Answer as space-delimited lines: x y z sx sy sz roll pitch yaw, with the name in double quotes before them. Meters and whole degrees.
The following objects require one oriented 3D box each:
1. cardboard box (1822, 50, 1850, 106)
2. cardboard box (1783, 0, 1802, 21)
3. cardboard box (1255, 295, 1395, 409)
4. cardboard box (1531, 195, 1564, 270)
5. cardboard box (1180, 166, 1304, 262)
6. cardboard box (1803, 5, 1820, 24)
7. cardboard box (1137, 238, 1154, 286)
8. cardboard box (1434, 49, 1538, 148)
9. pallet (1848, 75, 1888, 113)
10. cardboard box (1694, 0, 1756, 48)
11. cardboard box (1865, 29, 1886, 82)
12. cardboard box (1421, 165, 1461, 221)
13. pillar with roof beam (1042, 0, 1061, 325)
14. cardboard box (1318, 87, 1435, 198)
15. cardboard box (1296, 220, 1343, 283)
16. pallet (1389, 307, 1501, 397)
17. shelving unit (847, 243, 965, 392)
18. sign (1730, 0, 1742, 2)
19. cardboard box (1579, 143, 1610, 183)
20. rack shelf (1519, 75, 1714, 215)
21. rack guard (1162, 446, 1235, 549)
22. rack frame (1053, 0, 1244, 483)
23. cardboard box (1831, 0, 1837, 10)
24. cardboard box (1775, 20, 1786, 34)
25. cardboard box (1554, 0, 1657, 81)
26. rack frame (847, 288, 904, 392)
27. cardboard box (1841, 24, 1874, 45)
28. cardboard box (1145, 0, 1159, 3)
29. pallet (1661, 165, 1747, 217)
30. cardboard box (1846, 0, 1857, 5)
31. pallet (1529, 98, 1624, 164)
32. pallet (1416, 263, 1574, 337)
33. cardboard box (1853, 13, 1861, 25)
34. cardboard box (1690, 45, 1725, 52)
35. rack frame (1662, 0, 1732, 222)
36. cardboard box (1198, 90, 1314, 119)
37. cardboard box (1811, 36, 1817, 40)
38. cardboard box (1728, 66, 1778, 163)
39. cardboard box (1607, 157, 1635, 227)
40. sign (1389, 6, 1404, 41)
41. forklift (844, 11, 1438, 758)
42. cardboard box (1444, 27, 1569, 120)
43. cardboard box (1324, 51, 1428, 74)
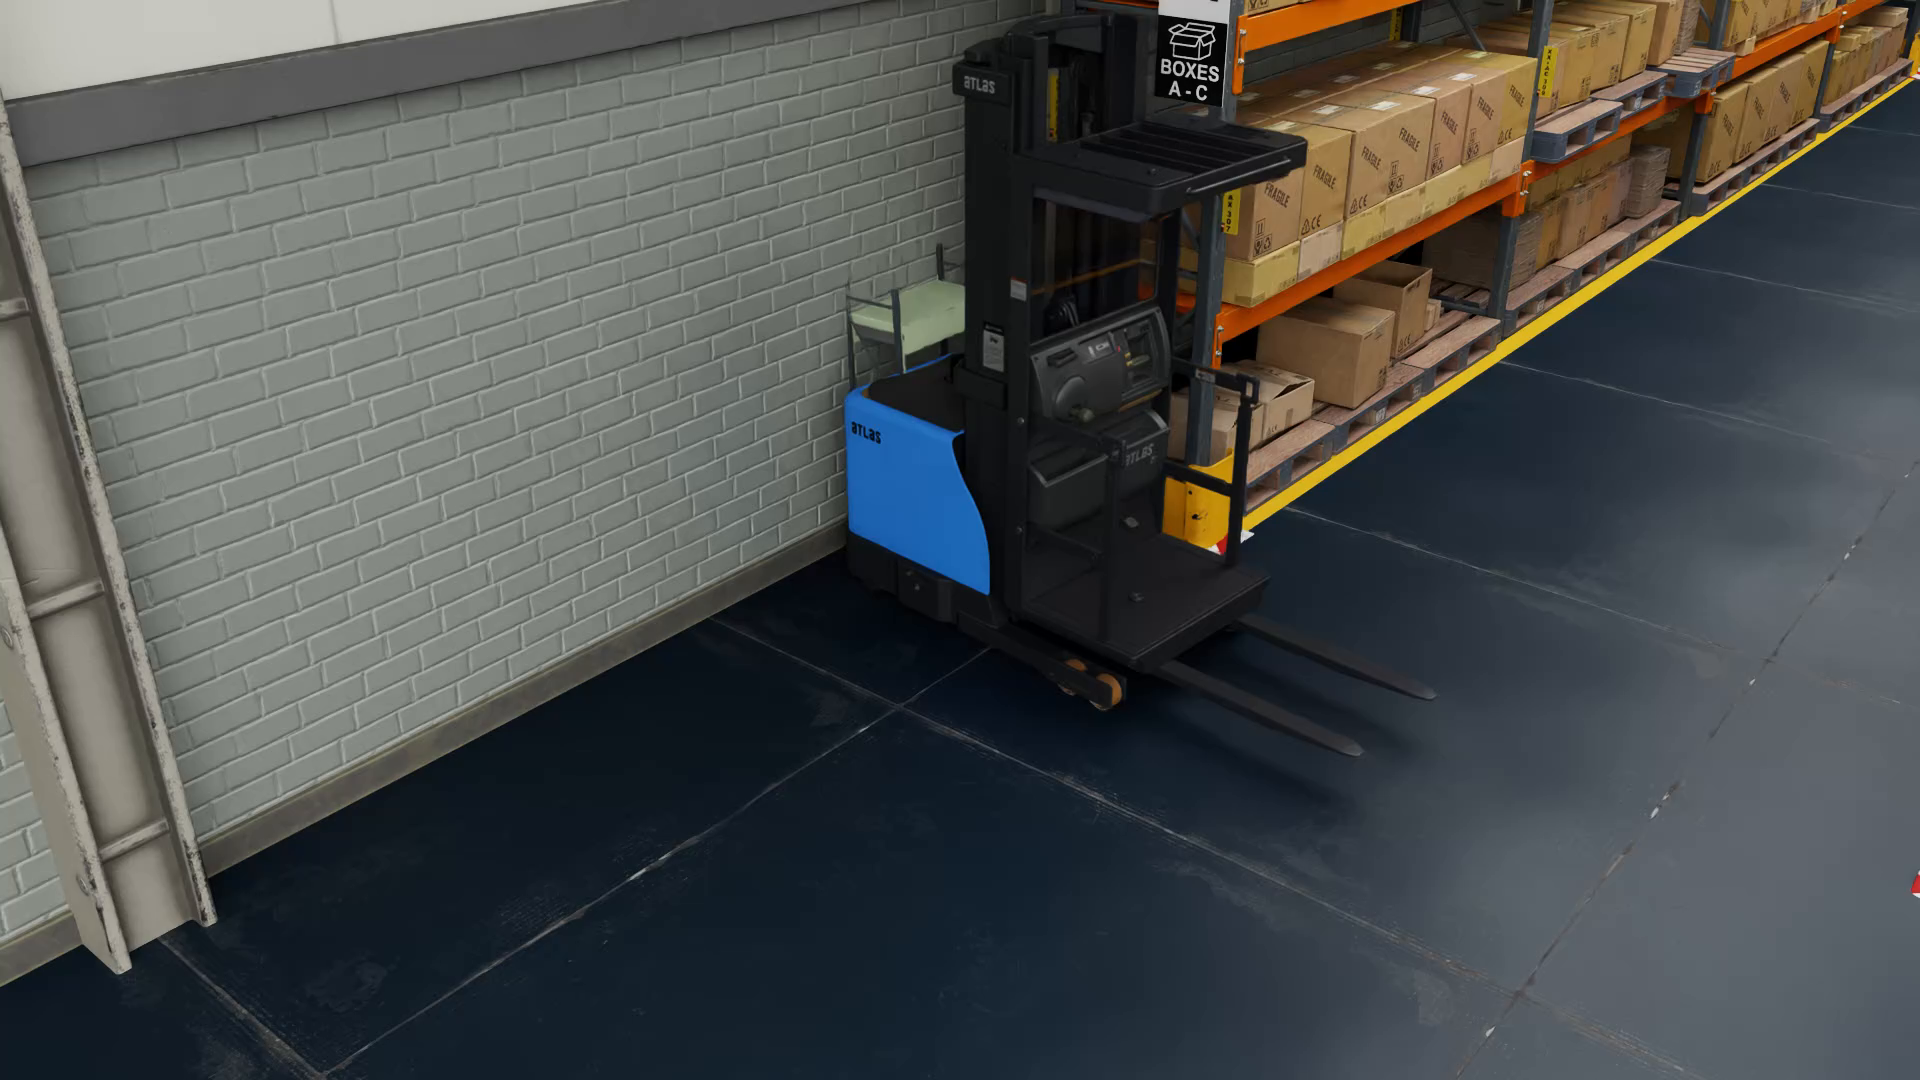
"cardboard box" 9.123 -5.032 17.976 0.700 0.500 0.500 21 34 35
"cardboard box" 7.512 -5.131 15.449 0.500 0.500 0.500 22 34 36
"cardboard box" 2.313 -1.218 10.582 0.700 0.500 0.500 18 33 31
"cardboard box" 4.225 -2.433 12.931 0.700 0.500 0.500 20 33 33
"cardboard box" 1.471 -1.823 8.835 0.500 0.500 0.500 21 34 34
"cardboard box" 8.107 -5.130 16.153 0.380 0.149 0.250 21 34 34
"cardboard box" 1.083 -1.631 9.279 0.500 0.250 0.500 21 34 35
"cardboard box" 3.418 -2.902 10.920 0.500 0.500 0.500 21 34 34
"pallet" 9.888 -5.163 19.002 1.003 0.211 1.213 21 34 34
"cardboard box" 6.531 -4.585 14.395 0.500 0.500 0.500 22 35 36
"cardboard box" 10.107 -5.582 19.039 0.700 0.500 0.500 19 33 33
"cardboard box" 2.781 -2.213 10.405 0.500 0.250 0.500 21 34 34
"pillar with roof beam" 4.035 -3.374 5.978 9.100 9.000 0.400 21 34 34
"cardboard box" 2.446 -2.363 9.879 0.500 0.500 0.500 22 35 36
"cardboard box" 1.810 -1.677 9.369 0.500 0.250 0.500 20 33 33
"pallet" 3.080 -1.397 11.722 1.003 0.211 1.213 21 34 34
"shelving unit" -0.186 -0.770 9.063 0.431 1.500 0.755 19 34 38
"sign" 6.449 -4.626 13.755 0.100 0.325 0.005 21 34 34
"cardboard box" 4.872 -3.083 13.370 0.500 0.250 0.500 21 34 34
"rack shelf" 4.752 -3.274 13.097 1.077 0.370 4.000 21 34 34
"rack guard" 0.984 -0.383 9.446 1.175 0.500 0.348 21 34 34
"rack frame" 0.936 -1.466 8.820 1.000 3.000 0.127 21 34 34
"cardboard box" 8.572 -5.416 16.705 0.380 0.149 0.250 21 34 35
"cardboard box" 7.552 -4.887 15.684 0.380 0.149 0.250 22 35 36
"cardboard box" 4.957 -3.925 12.984 0.700 0.500 0.500 21 34 34
"rack frame" -0.429 -0.639 8.822 0.400 1.500 0.023 19 34 38
"cardboard box" 9.814 -5.574 18.317 0.380 0.149 0.250 20 33 33
"cardboard box" 1.006 -3.074 8.532 0.500 0.500 0.500 24 36 38
"pallet" 6.584 -3.322 15.441 1.003 0.211 1.213 21 34 34
"cardboard box" 8.926 -6.042 17.338 0.980 0.700 0.700 21 34 35
"pallet" 4.078 -3.028 12.047 1.003 0.211 1.213 21 34 34
"pallet" 3.974 -1.922 12.736 1.003 0.211 1.213 21 34 34
"cardboard box" 10.189 -6.060 19.258 0.380 0.149 0.250 21 34 35
"cardboard box" 6.412 -4.249 14.450 0.380 0.149 0.250 20 34 34
"rack frame" 6.024 -4.303 14.303 1.000 3.000 0.127 21 34 34
"cardboard box" 1.725 -2.331 9.817 0.500 0.500 0.500 20 33 33
"cardboard box" 9.378 -5.608 18.383 0.380 0.149 0.250 20 33 33
"cardboard box" 7.155 -4.065 15.727 0.750 0.750 0.750 21 34 34
"cardboard box" 5.189 -2.969 13.966 0.700 0.500 0.500 21 34 34
"sign" 3.049 -3.560 11.606 0.100 0.325 0.005 21 34 34
"forklift" 0.813 -0.782 7.572 3.031 2.935 1.130 24 36 38
"cardboard box" 3.830 -3.295 11.767 0.700 0.500 0.500 21 34 35
"cardboard box" 2.688 -2.872 10.862 0.500 0.500 0.500 21 34 34
